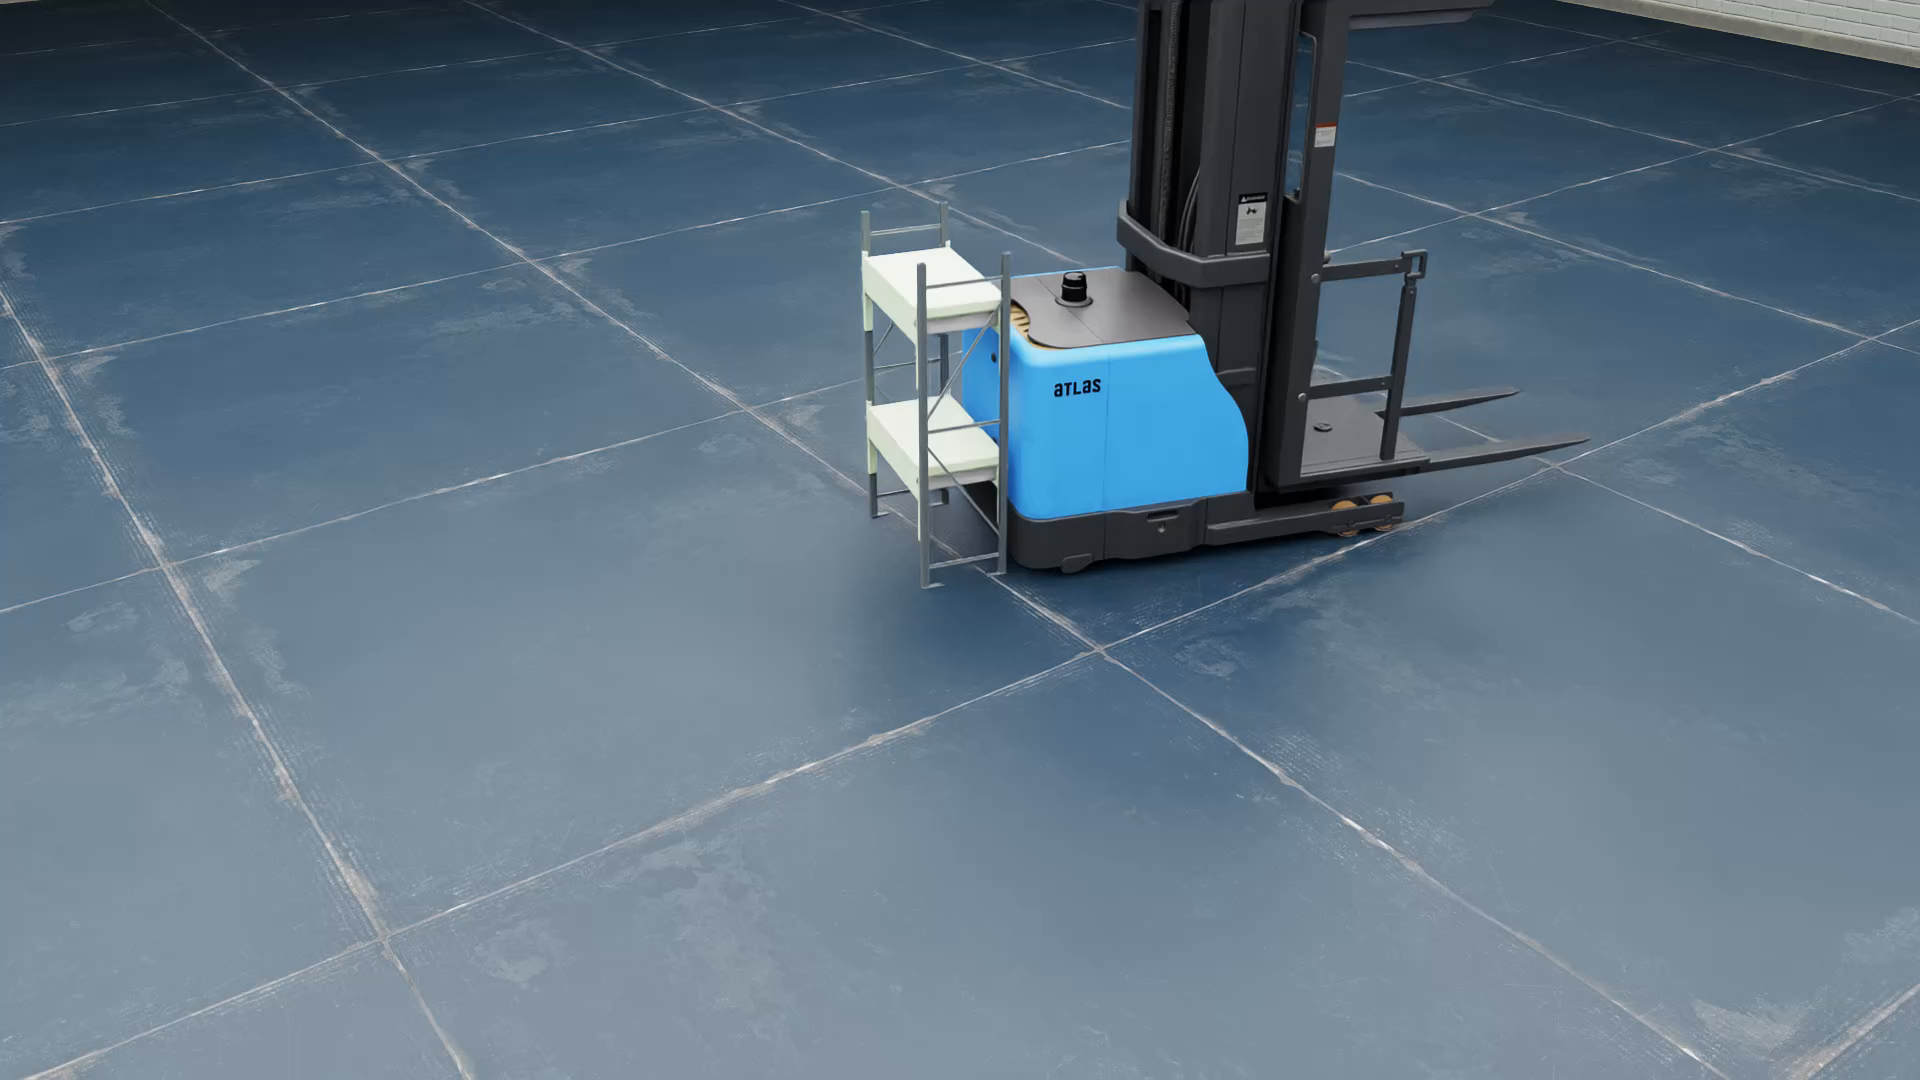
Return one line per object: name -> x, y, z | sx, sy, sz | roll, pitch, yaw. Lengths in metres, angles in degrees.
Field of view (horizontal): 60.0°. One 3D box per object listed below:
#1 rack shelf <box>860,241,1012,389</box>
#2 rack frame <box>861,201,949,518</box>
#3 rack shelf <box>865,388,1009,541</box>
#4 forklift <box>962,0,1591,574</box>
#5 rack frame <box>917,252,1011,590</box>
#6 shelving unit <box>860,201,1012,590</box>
rack shelf -> -0.112, -0.982, 7.170 | 0.431, 0.370, 0.720 | -10, 30, -18
rack frame -> -0.242, -0.803, 7.657 | 0.400, 1.500, 0.023 | -10, 30, -18
rack shelf -> -0.112, -0.353, 7.512 | 0.431, 0.370, 0.720 | -10, 30, -18
forklift -> 1.573, -1.534, 7.503 | 3.031, 2.935, 1.130 | -8, 30, -15
rack frame -> 0.017, -0.476, 7.055 | 0.400, 1.500, 0.023 | -10, 30, -18
shelving unit -> -0.112, -0.640, 7.356 | 0.431, 1.500, 0.755 | -10, 30, -18
